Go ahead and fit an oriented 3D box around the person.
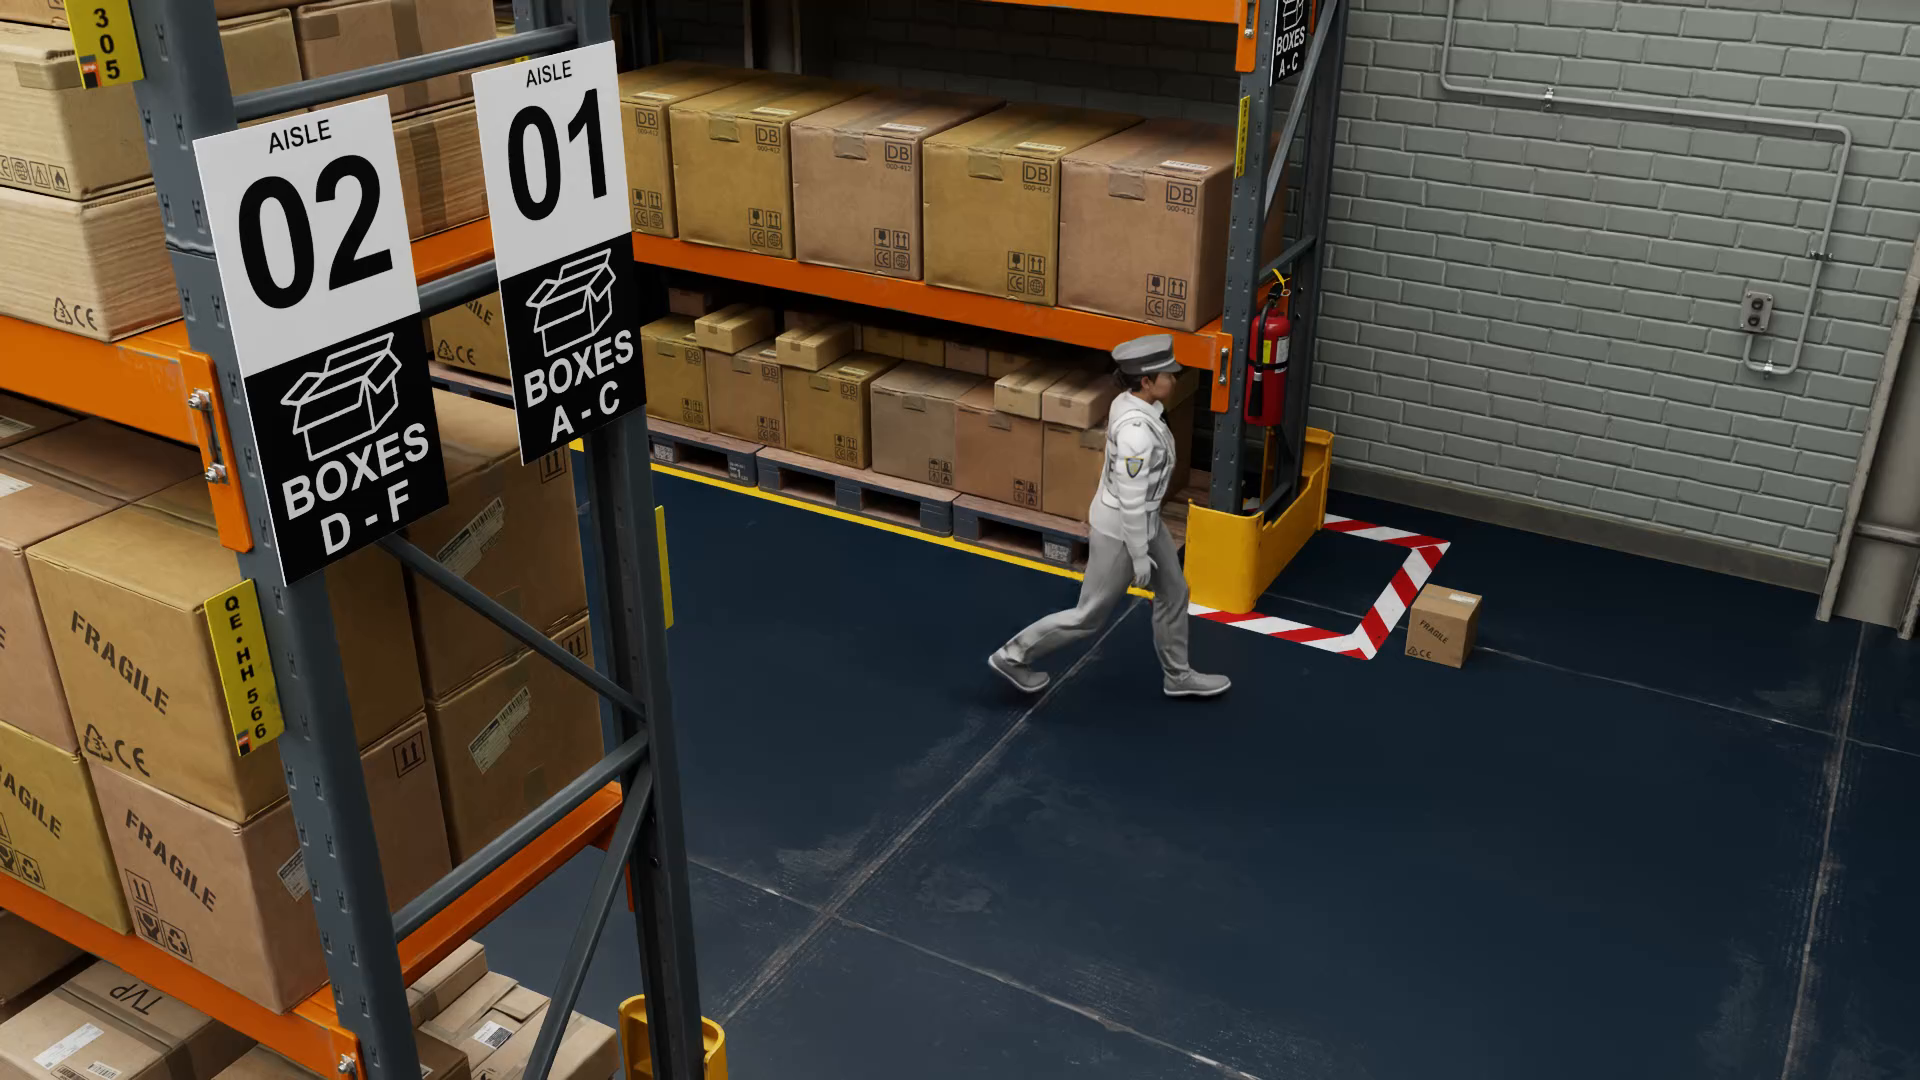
[{"bbox_3d":[0.635,-0.056,6.731,1.022,1.628,0.487,4,27,8],"label":"person"}]
